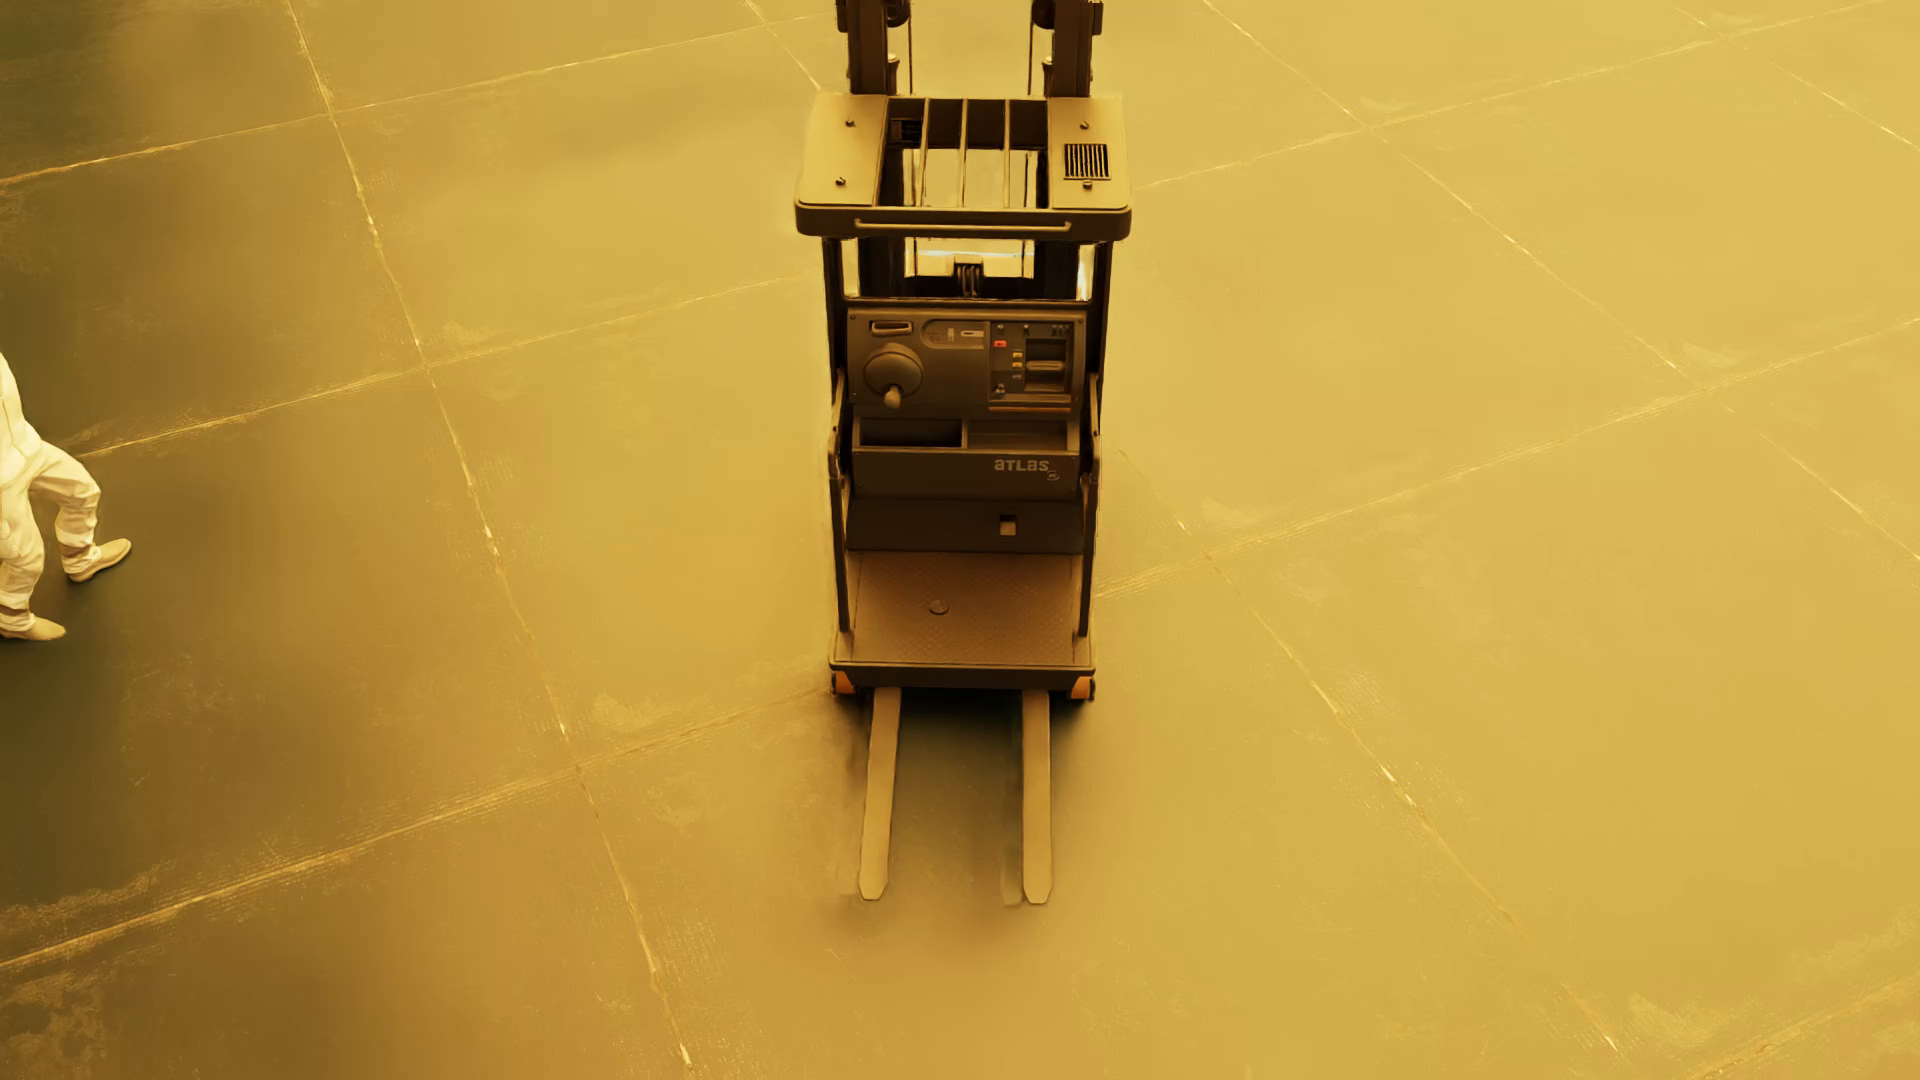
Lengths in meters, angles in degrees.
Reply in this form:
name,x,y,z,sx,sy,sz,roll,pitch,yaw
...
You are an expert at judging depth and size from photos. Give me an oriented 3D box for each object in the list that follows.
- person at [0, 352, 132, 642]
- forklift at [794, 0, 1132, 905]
name,x,y,z,sx,sy,sz,roll,pitch,yaw
person,-4.012,-0.294,6.904,0.473,1.751,0.889,4,43,4
forklift,0.021,-0.617,6.341,1.130,2.935,3.031,1,43,1
